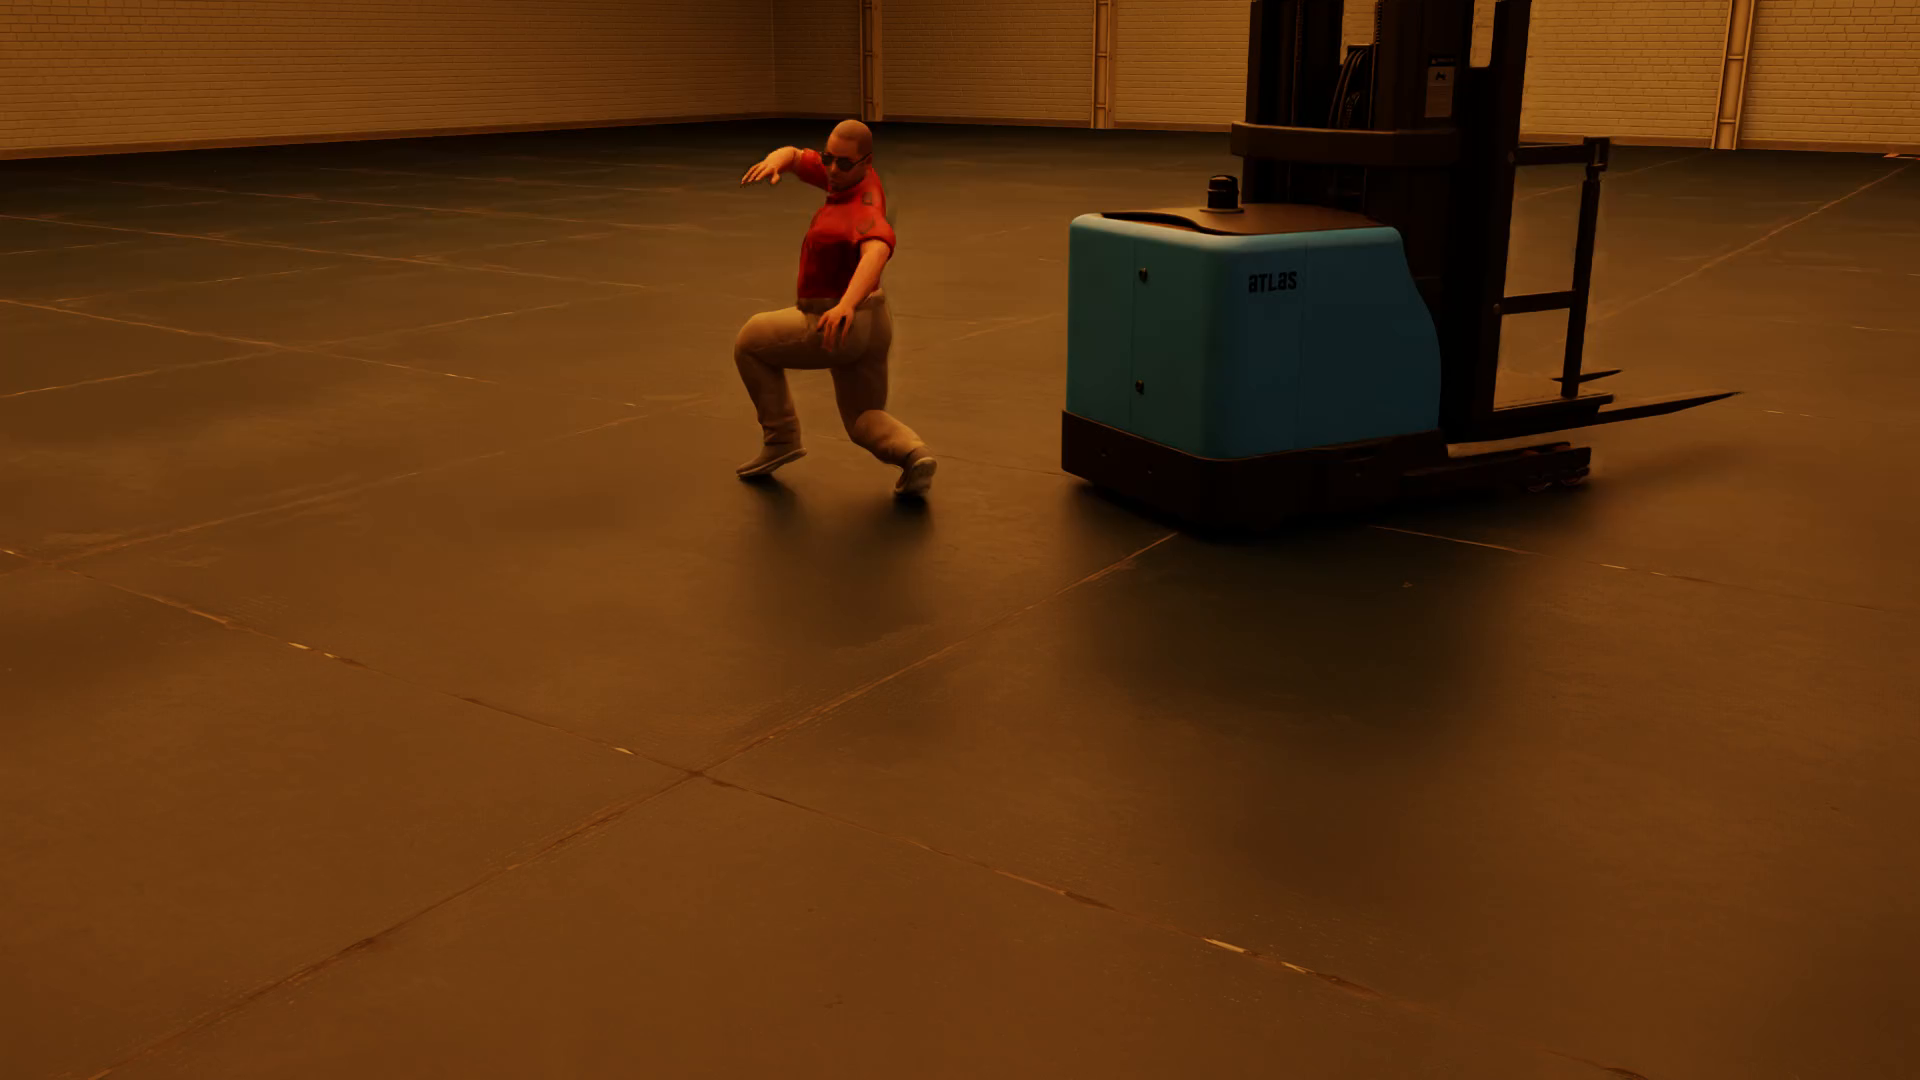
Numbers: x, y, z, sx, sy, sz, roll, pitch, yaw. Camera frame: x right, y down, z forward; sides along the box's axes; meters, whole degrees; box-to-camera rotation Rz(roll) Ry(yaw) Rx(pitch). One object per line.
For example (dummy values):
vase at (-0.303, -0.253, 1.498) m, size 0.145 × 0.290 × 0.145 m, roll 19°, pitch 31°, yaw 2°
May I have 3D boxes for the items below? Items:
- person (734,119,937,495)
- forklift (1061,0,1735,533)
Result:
person at (-0.576, -0.832, 6.267) m, size 0.985 × 1.454 × 0.898 m, roll 9°, pitch 19°, yaw 27°
forklift at (1.945, -1.715, 6.569) m, size 3.031 × 2.935 × 1.130 m, roll -9°, pitch 19°, yaw -28°
